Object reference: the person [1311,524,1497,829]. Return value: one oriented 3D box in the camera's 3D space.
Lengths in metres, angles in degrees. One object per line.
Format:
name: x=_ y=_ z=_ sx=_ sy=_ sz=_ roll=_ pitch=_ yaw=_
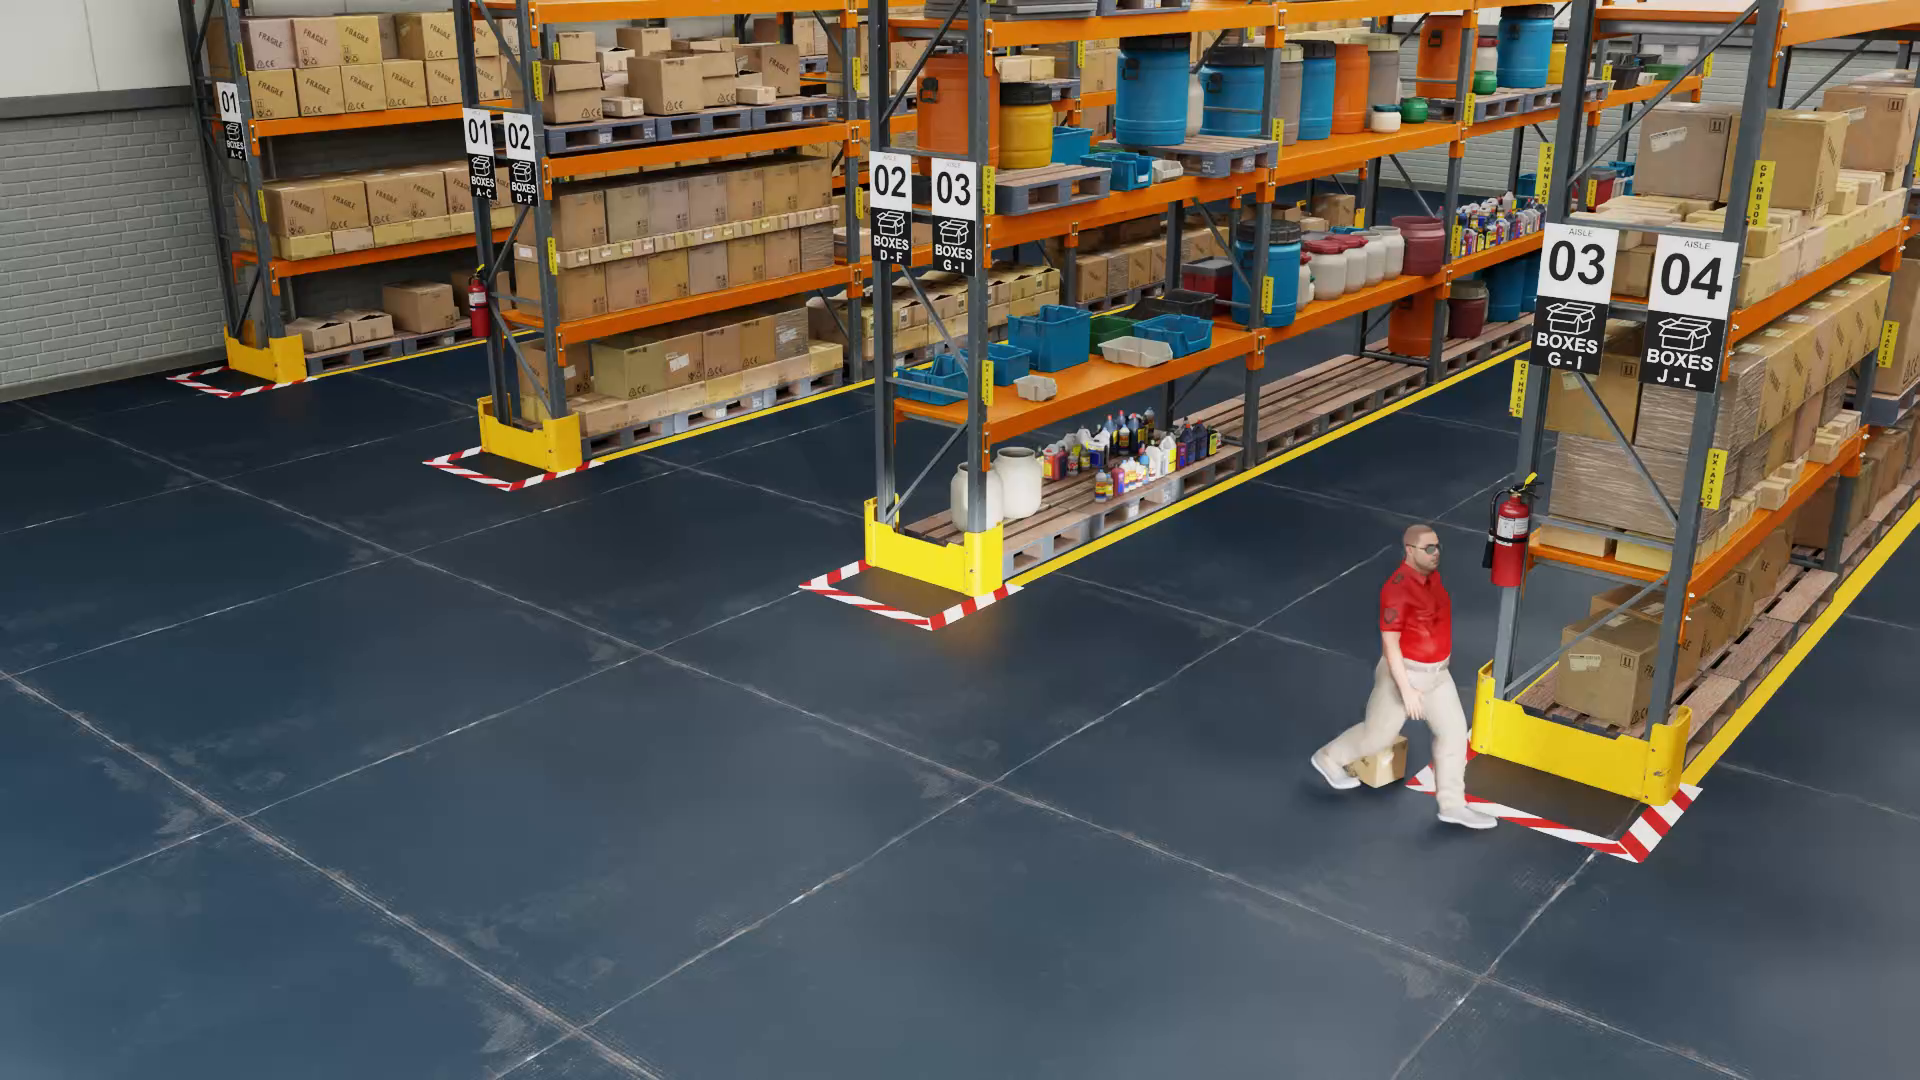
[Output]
person: x=2.473 y=0.730 z=9.108 sx=0.562 sy=1.673 sz=1.051 roll=-17 pitch=26 yaw=-39
